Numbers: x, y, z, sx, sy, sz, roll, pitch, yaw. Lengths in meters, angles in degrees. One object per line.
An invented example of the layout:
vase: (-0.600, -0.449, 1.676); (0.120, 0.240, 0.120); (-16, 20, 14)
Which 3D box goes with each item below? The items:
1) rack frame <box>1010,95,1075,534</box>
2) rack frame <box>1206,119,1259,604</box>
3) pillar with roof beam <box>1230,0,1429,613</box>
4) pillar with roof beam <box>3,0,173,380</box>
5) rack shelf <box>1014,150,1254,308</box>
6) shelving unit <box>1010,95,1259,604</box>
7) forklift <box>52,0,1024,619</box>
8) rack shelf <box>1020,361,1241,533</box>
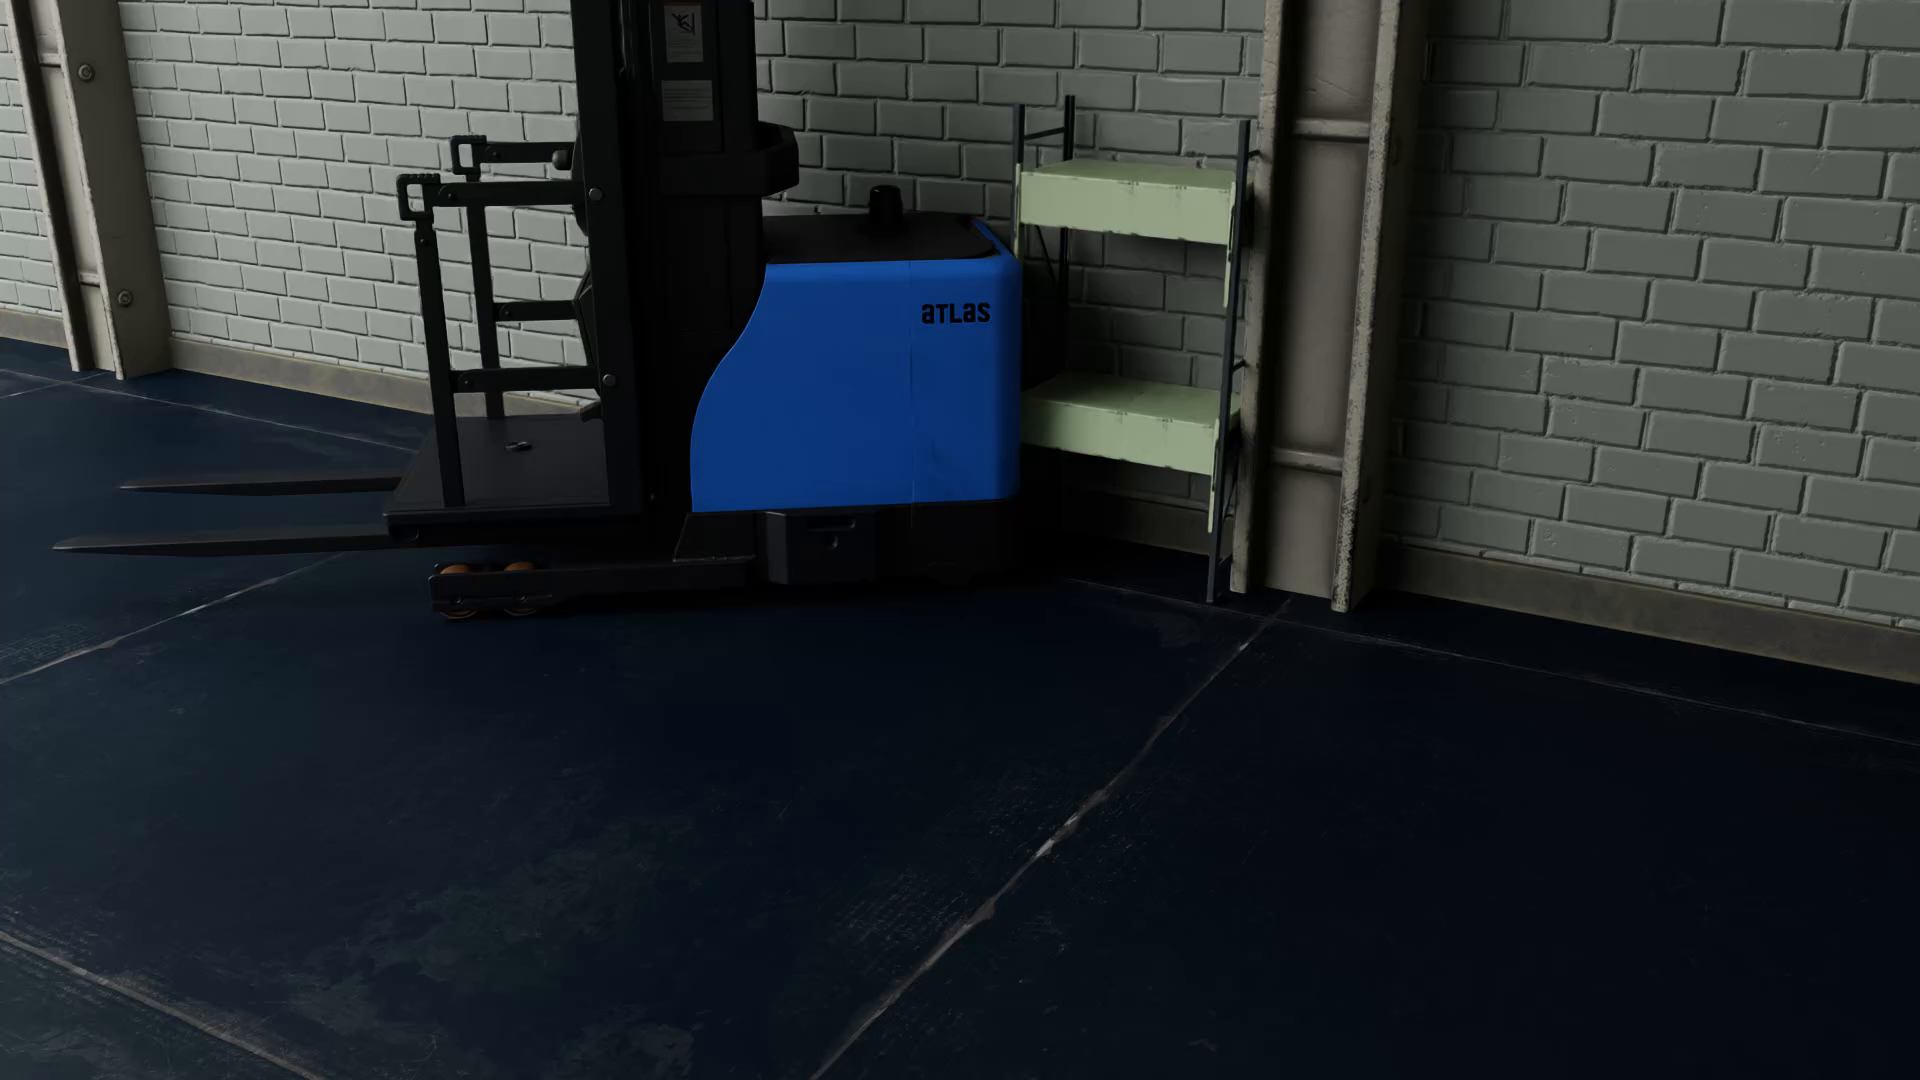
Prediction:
rack frame: (0.261, -0.692, 5.532); (0.023, 1.500, 0.400); (12, 23, 27)
rack frame: (0.901, -0.561, 5.202); (0.023, 1.500, 0.400); (12, 23, 27)
pillar with roof beam: (-0.975, -2.797, 0.380); (0.400, 9.000, 9.100); (11, 23, 27)
pillar with roof beam: (-6.213, -3.795, 3.131); (0.400, 9.000, 9.100); (11, 23, 27)
rack shelf: (0.586, -0.992, 5.232); (0.720, 0.370, 0.431); (12, 23, 27)
shelving unit: (0.581, -0.626, 5.367); (0.755, 1.500, 0.431); (12, 23, 27)
forklift: (-1.351, -1.323, 5.213); (3.031, 2.935, 1.130); (-3, 20, -7)
rack shelf: (0.577, -0.320, 5.480); (0.720, 0.370, 0.431); (12, 23, 27)
